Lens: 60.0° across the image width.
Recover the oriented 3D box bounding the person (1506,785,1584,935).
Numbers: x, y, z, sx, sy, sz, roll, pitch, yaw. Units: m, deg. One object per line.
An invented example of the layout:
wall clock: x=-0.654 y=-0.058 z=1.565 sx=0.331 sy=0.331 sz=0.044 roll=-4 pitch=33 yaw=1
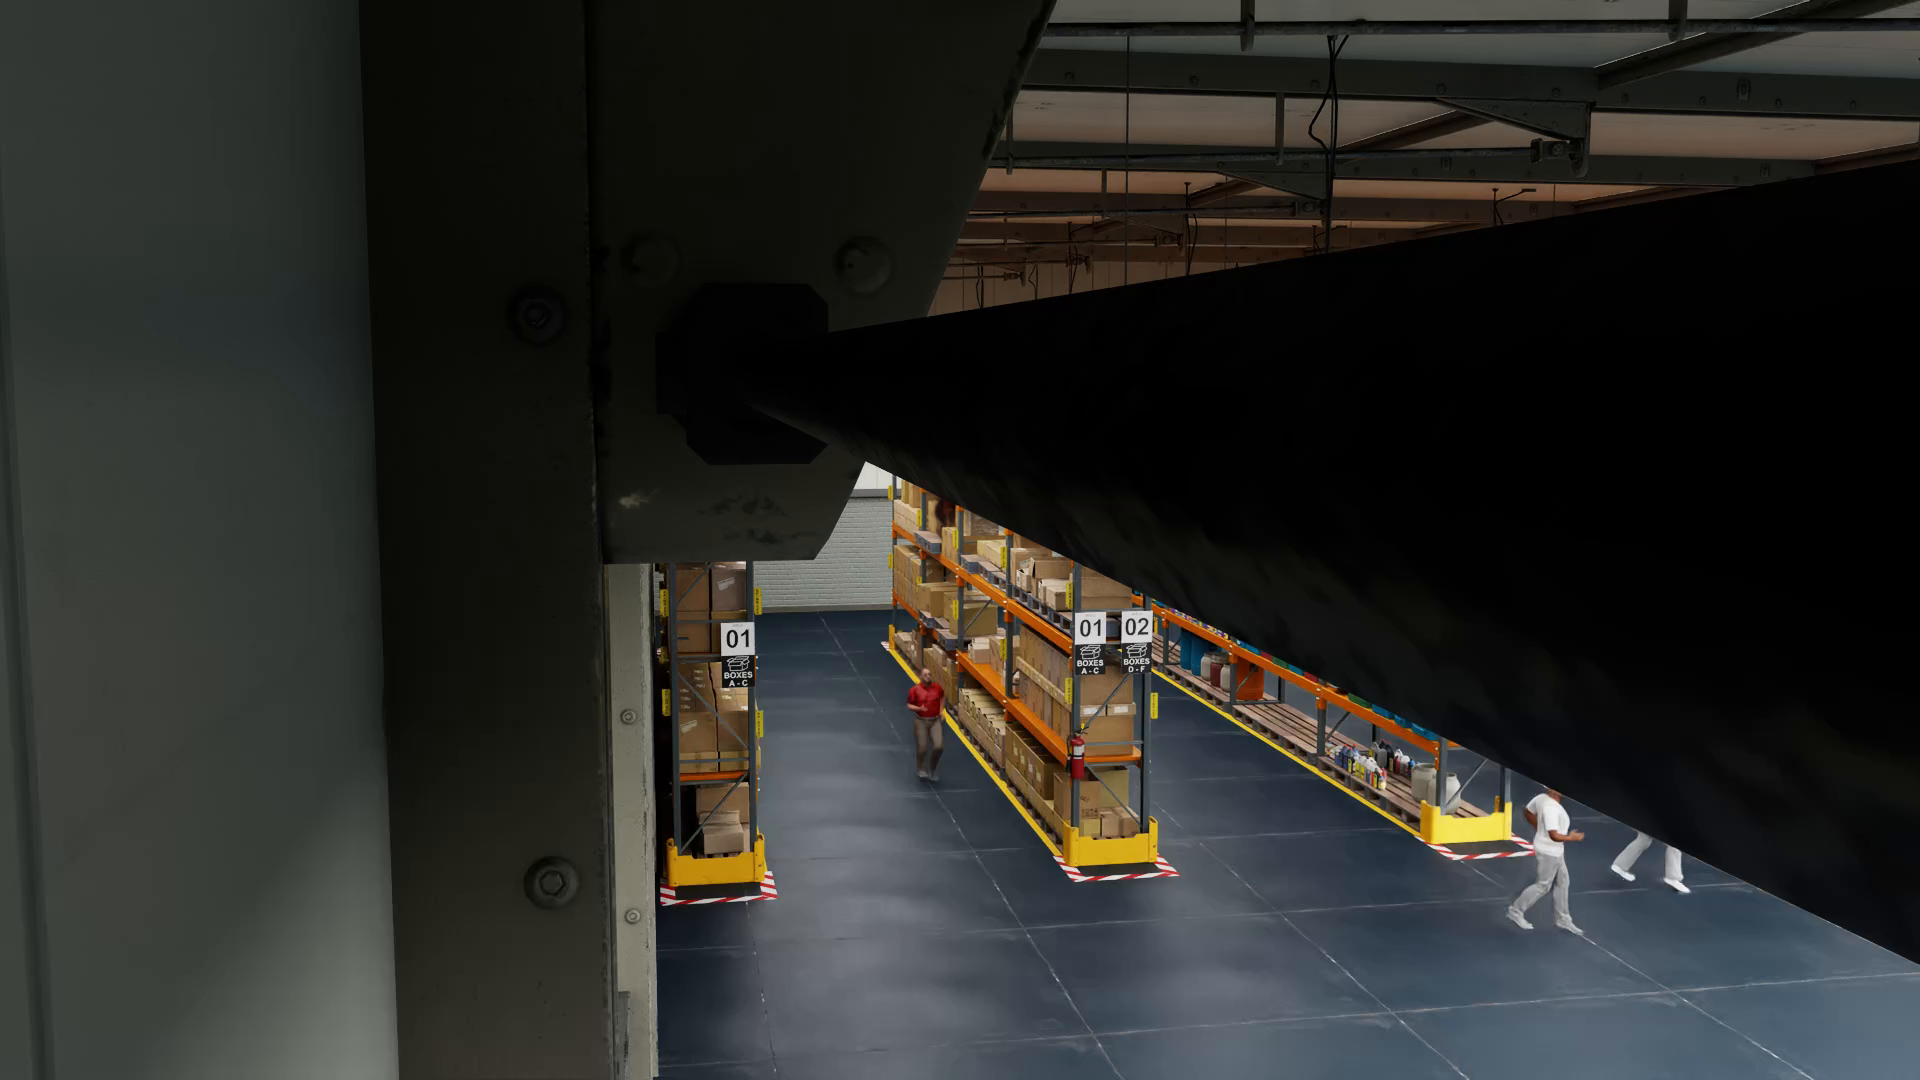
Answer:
person: x=6.491 y=3.468 z=18.372 sx=0.835 sy=1.814 sz=0.721 roll=2 pitch=6 yaw=15

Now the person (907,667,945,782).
person: x=-0.473 y=2.797 z=24.974 sx=0.643 sy=1.752 sz=0.676 roll=-2 pitch=6 yaw=-15

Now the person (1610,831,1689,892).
person: x=8.314 y=3.353 z=19.981 sx=0.892 sy=1.701 sz=0.494 roll=1 pitch=6 yaw=12
